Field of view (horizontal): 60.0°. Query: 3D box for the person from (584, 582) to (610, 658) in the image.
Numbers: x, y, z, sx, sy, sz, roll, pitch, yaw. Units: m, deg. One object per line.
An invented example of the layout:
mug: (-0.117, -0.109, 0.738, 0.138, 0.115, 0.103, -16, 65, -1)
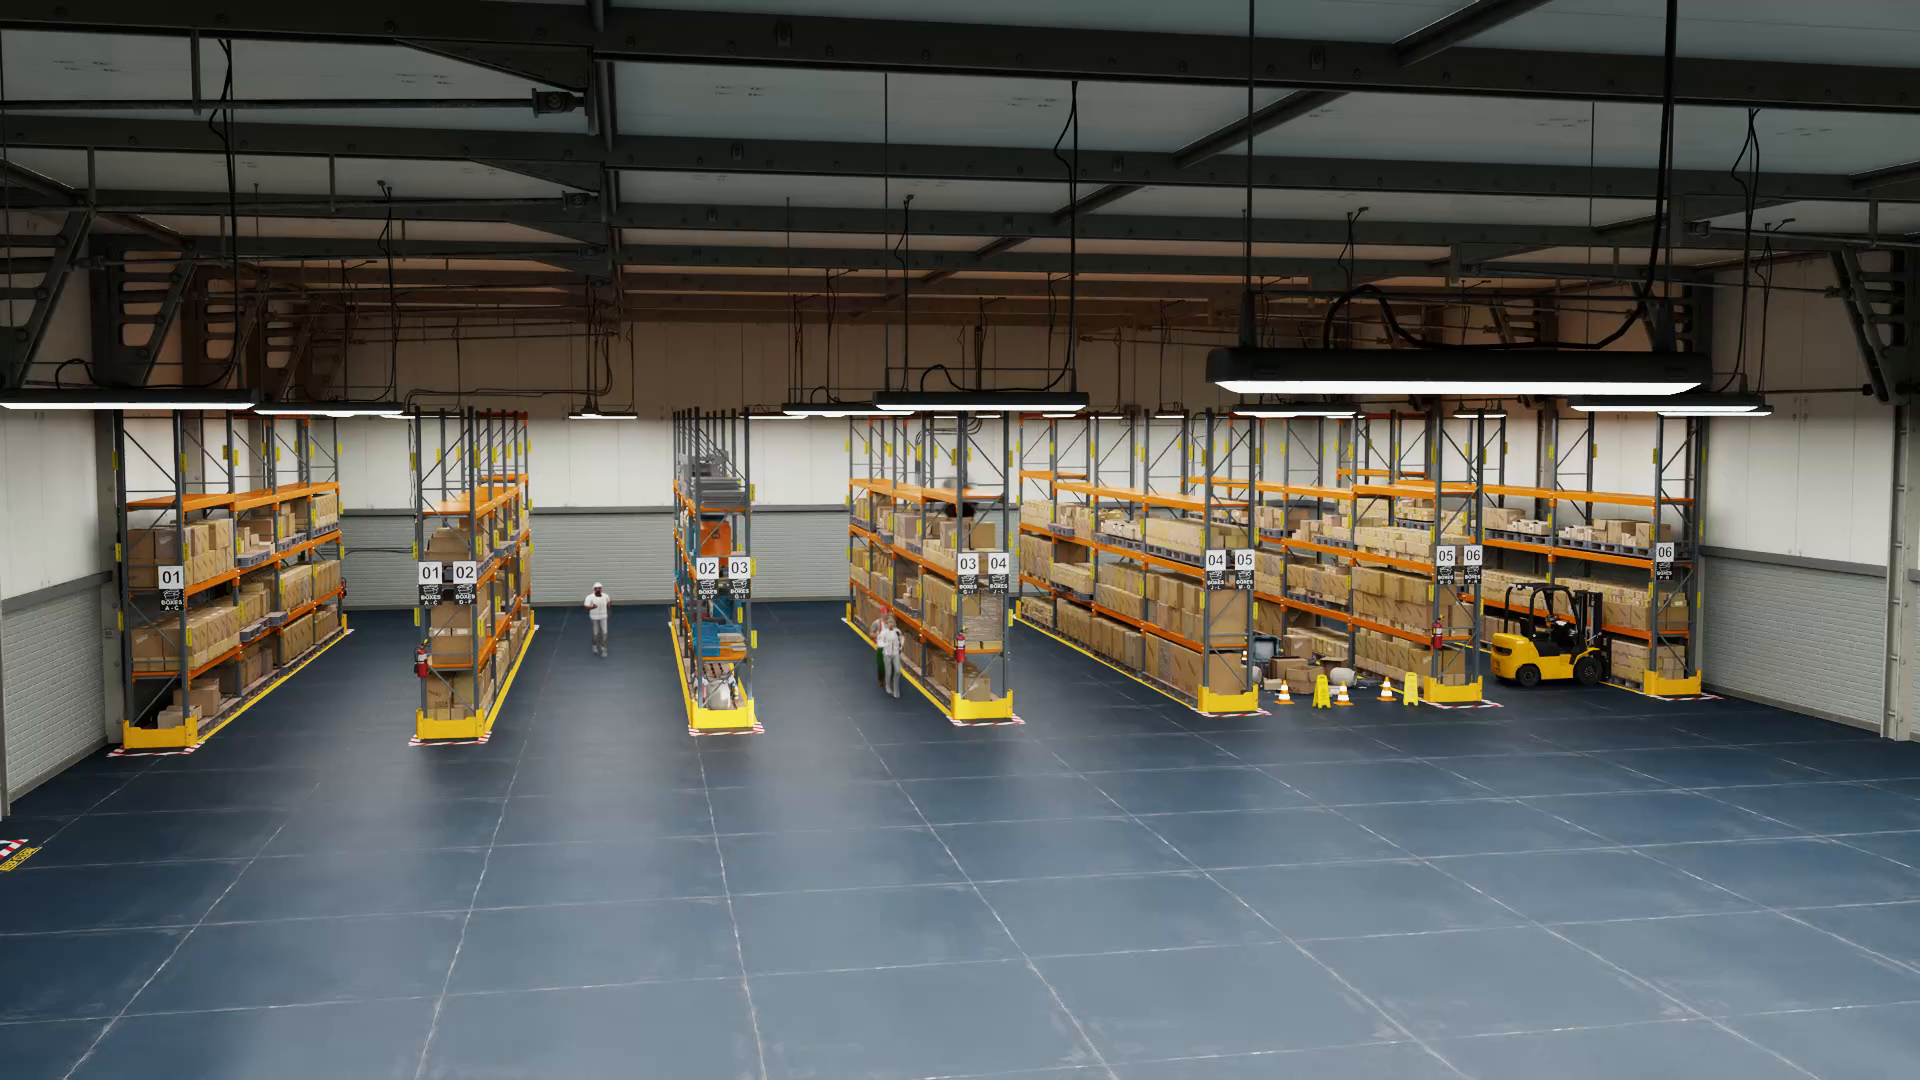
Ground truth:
person: (-8.829, 1.937, 40.612, 0.684, 1.809, 0.802, -2, 4, -23)

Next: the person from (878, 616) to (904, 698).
person: (-1.422, 2.429, 34.596, 0.589, 1.740, 0.726, -1, 4, -11)

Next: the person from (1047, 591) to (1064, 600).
person: (2.807, 1.396, 49.777, 0.683, 1.566, 0.675, 3, 5, 36)

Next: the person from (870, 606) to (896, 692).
person: (-1.615, 2.321, 35.448, 0.633, 1.839, 0.777, -1, 4, -13)
